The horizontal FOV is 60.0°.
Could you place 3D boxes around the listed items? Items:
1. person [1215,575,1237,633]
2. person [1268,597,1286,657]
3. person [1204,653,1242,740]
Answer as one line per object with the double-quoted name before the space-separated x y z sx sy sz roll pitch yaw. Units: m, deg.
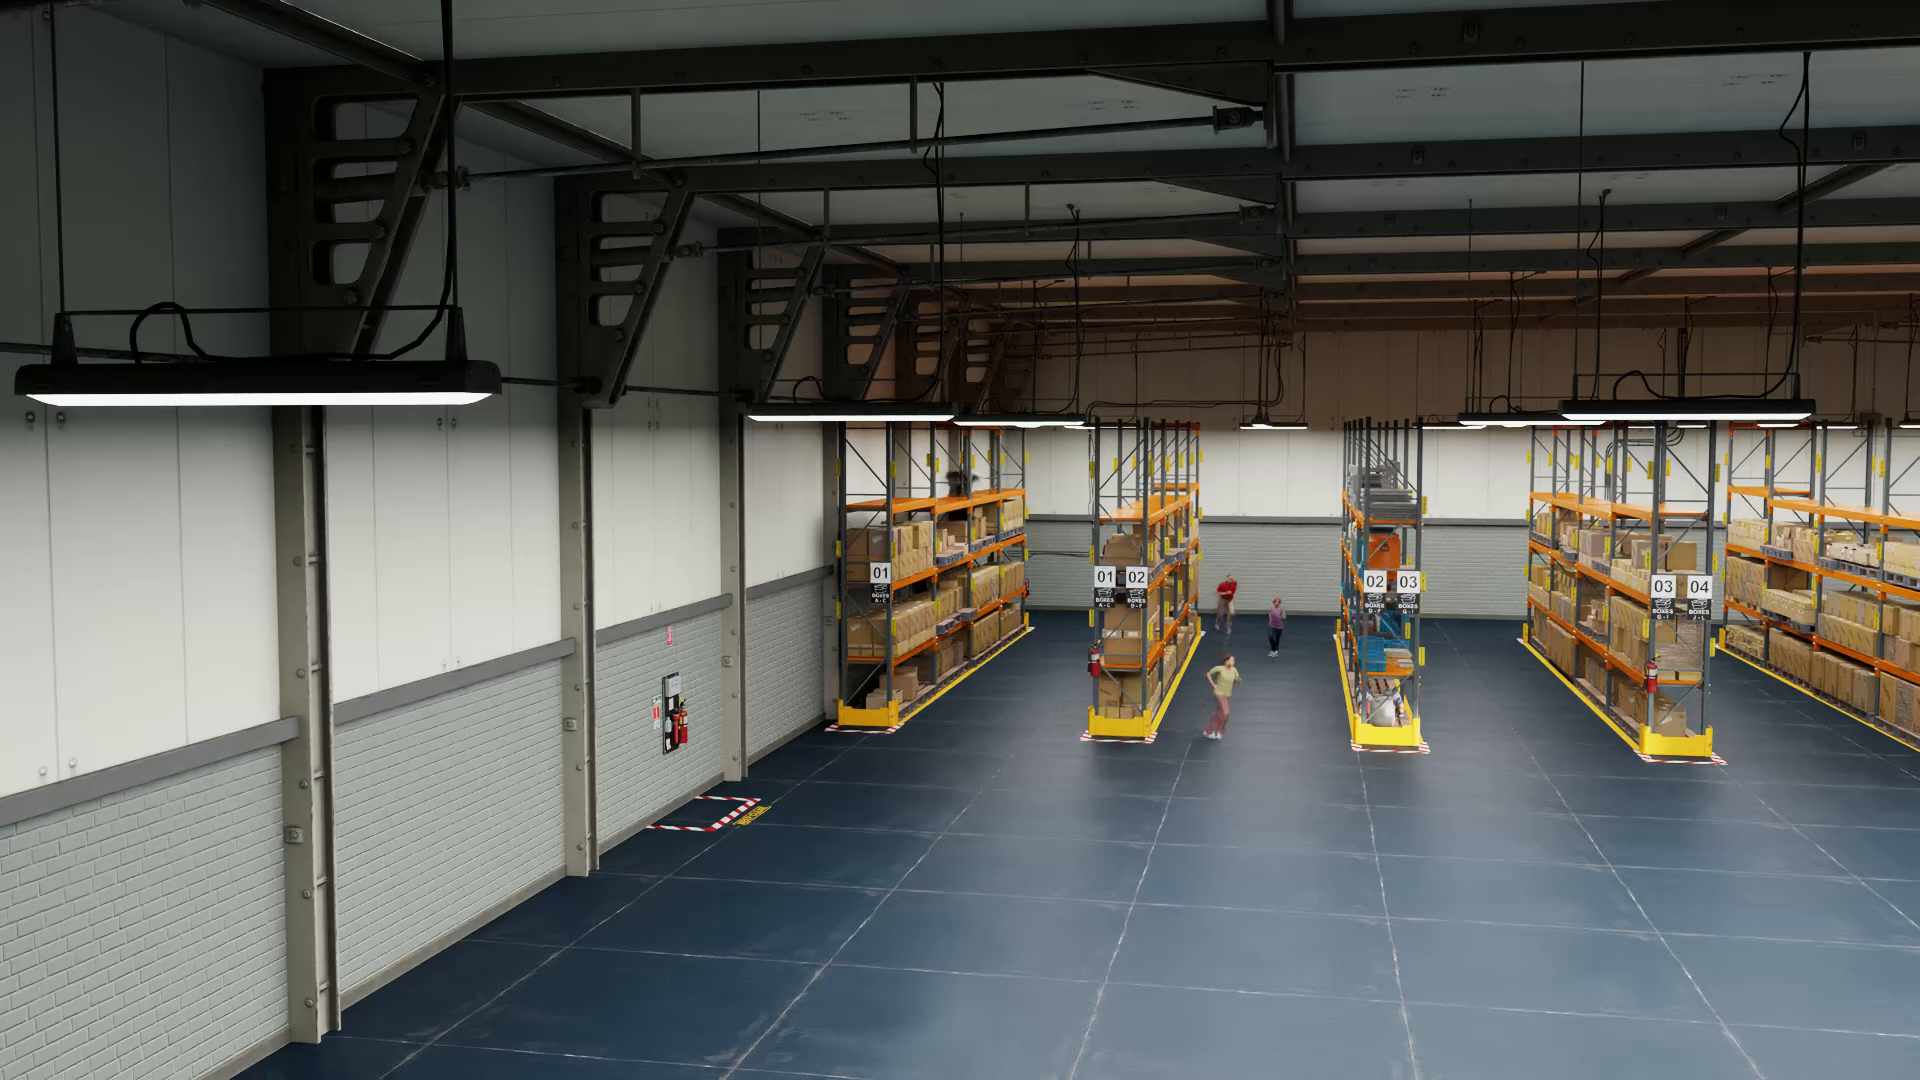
"person" 7.620 1.838 47.579 0.710 1.746 0.993 -1 4 -17
"person" 8.038 2.209 42.143 0.489 1.542 0.806 1 4 18
"person" 4.935 2.905 30.998 0.535 1.624 0.818 -3 5 -37
